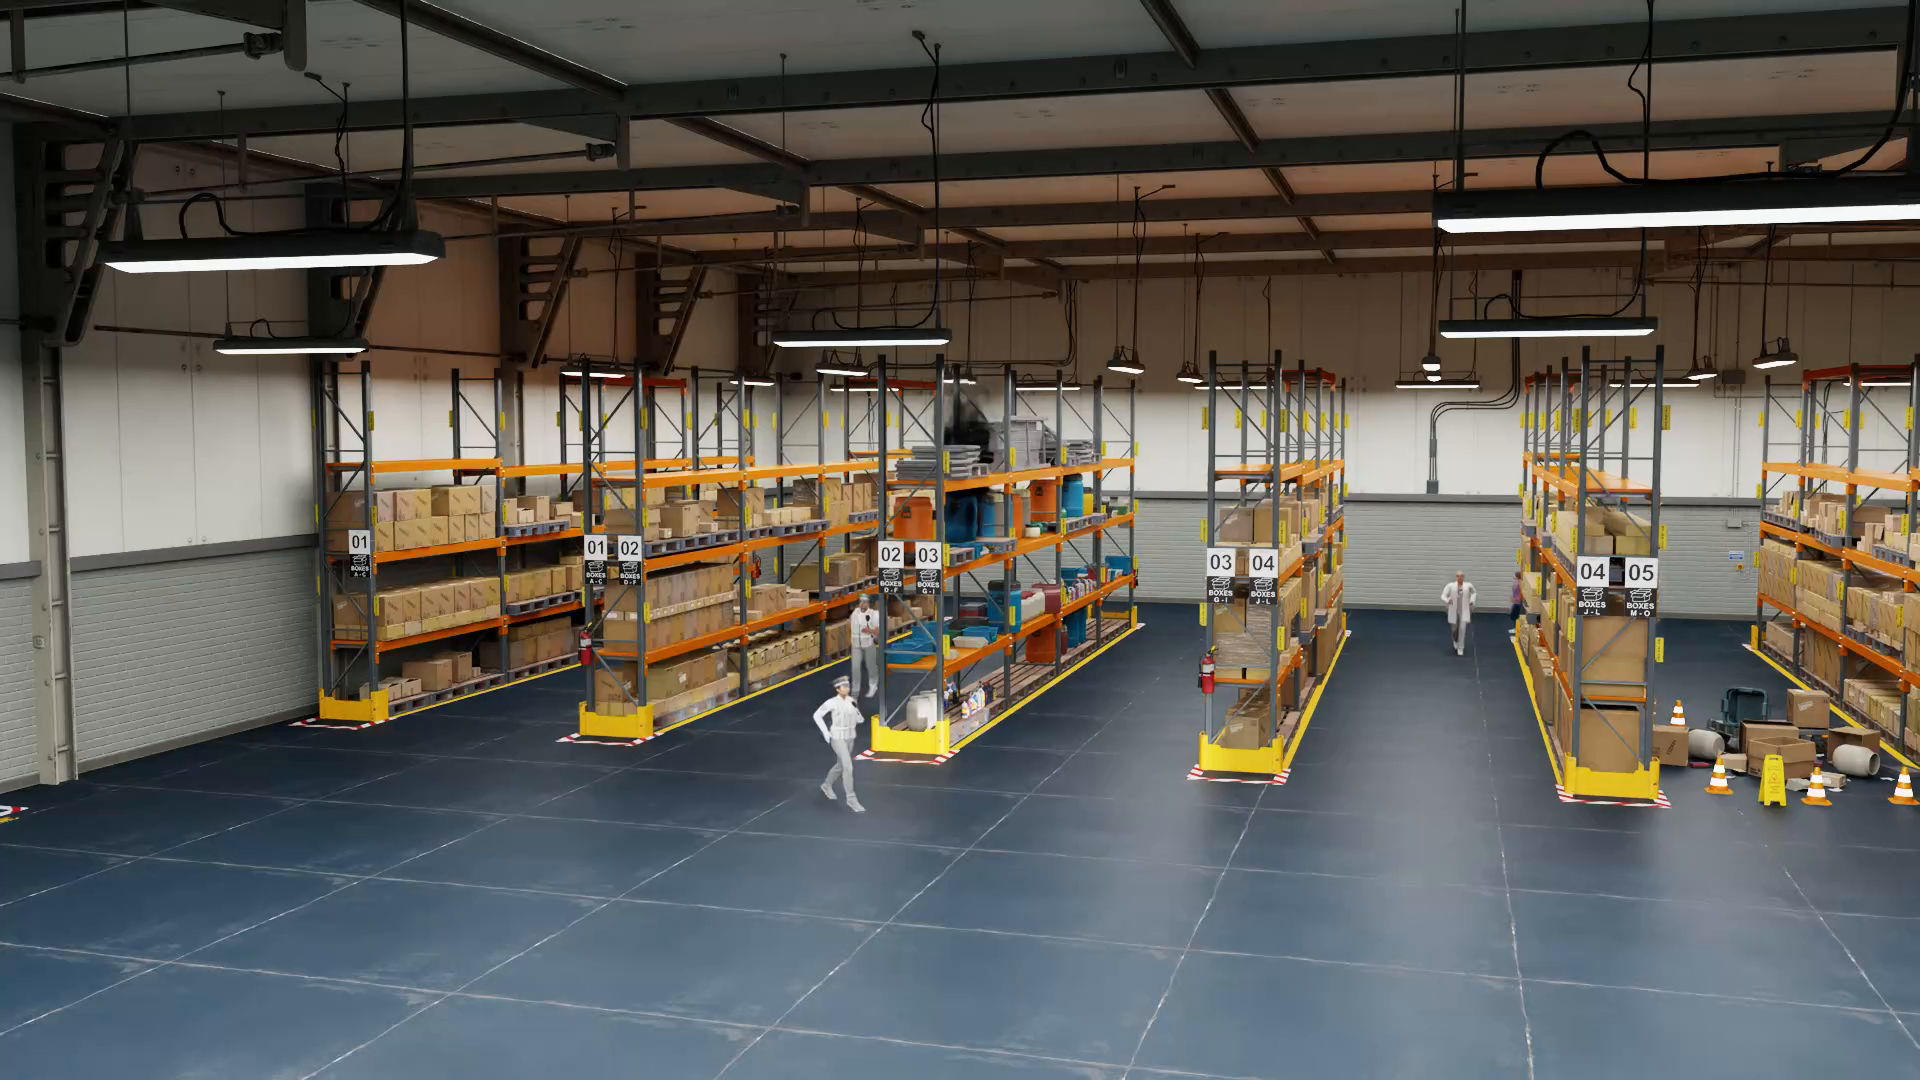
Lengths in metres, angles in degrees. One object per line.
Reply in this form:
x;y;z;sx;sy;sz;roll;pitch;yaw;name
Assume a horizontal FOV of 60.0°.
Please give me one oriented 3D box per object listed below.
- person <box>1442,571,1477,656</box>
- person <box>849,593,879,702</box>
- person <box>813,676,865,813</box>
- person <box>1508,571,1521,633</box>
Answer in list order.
10.713;1.551;35.710;0.721;1.774;1.060;1;4;17;person
-1.616;1.819;28.156;0.648;1.856;0.778;1;4;14;person
-1.524;2.605;21.505;0.848;1.724;0.578;3;5;38;person
13.190;1.464;39.030;0.570;1.503;0.614;1;4;8;person
